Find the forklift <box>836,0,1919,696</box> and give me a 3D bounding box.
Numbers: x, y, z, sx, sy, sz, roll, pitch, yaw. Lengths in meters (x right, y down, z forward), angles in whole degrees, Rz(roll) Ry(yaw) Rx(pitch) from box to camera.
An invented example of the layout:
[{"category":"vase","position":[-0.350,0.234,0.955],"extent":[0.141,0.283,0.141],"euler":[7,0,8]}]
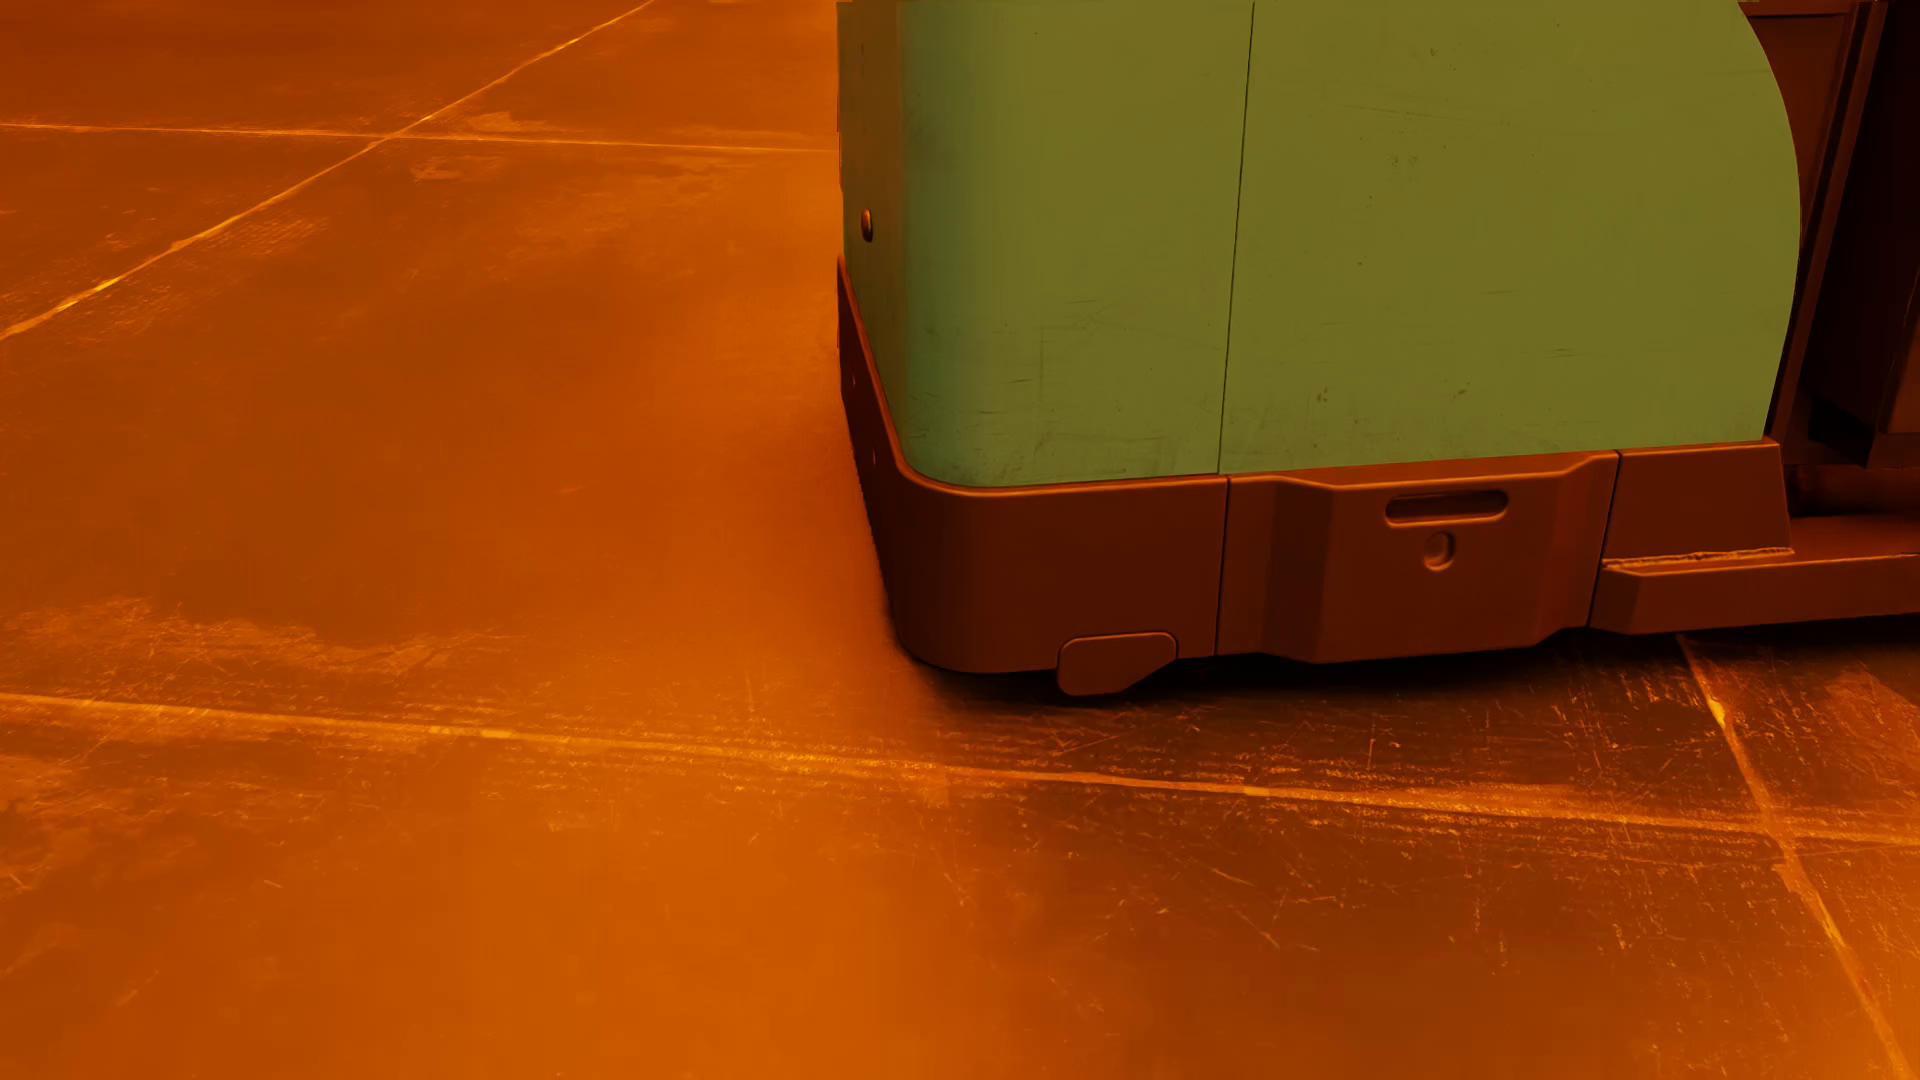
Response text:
[{"category":"forklift","position":[1.359,-1.410,2.044],"extent":[3.031,2.935,1.130],"euler":[-4,27,-8]}]
